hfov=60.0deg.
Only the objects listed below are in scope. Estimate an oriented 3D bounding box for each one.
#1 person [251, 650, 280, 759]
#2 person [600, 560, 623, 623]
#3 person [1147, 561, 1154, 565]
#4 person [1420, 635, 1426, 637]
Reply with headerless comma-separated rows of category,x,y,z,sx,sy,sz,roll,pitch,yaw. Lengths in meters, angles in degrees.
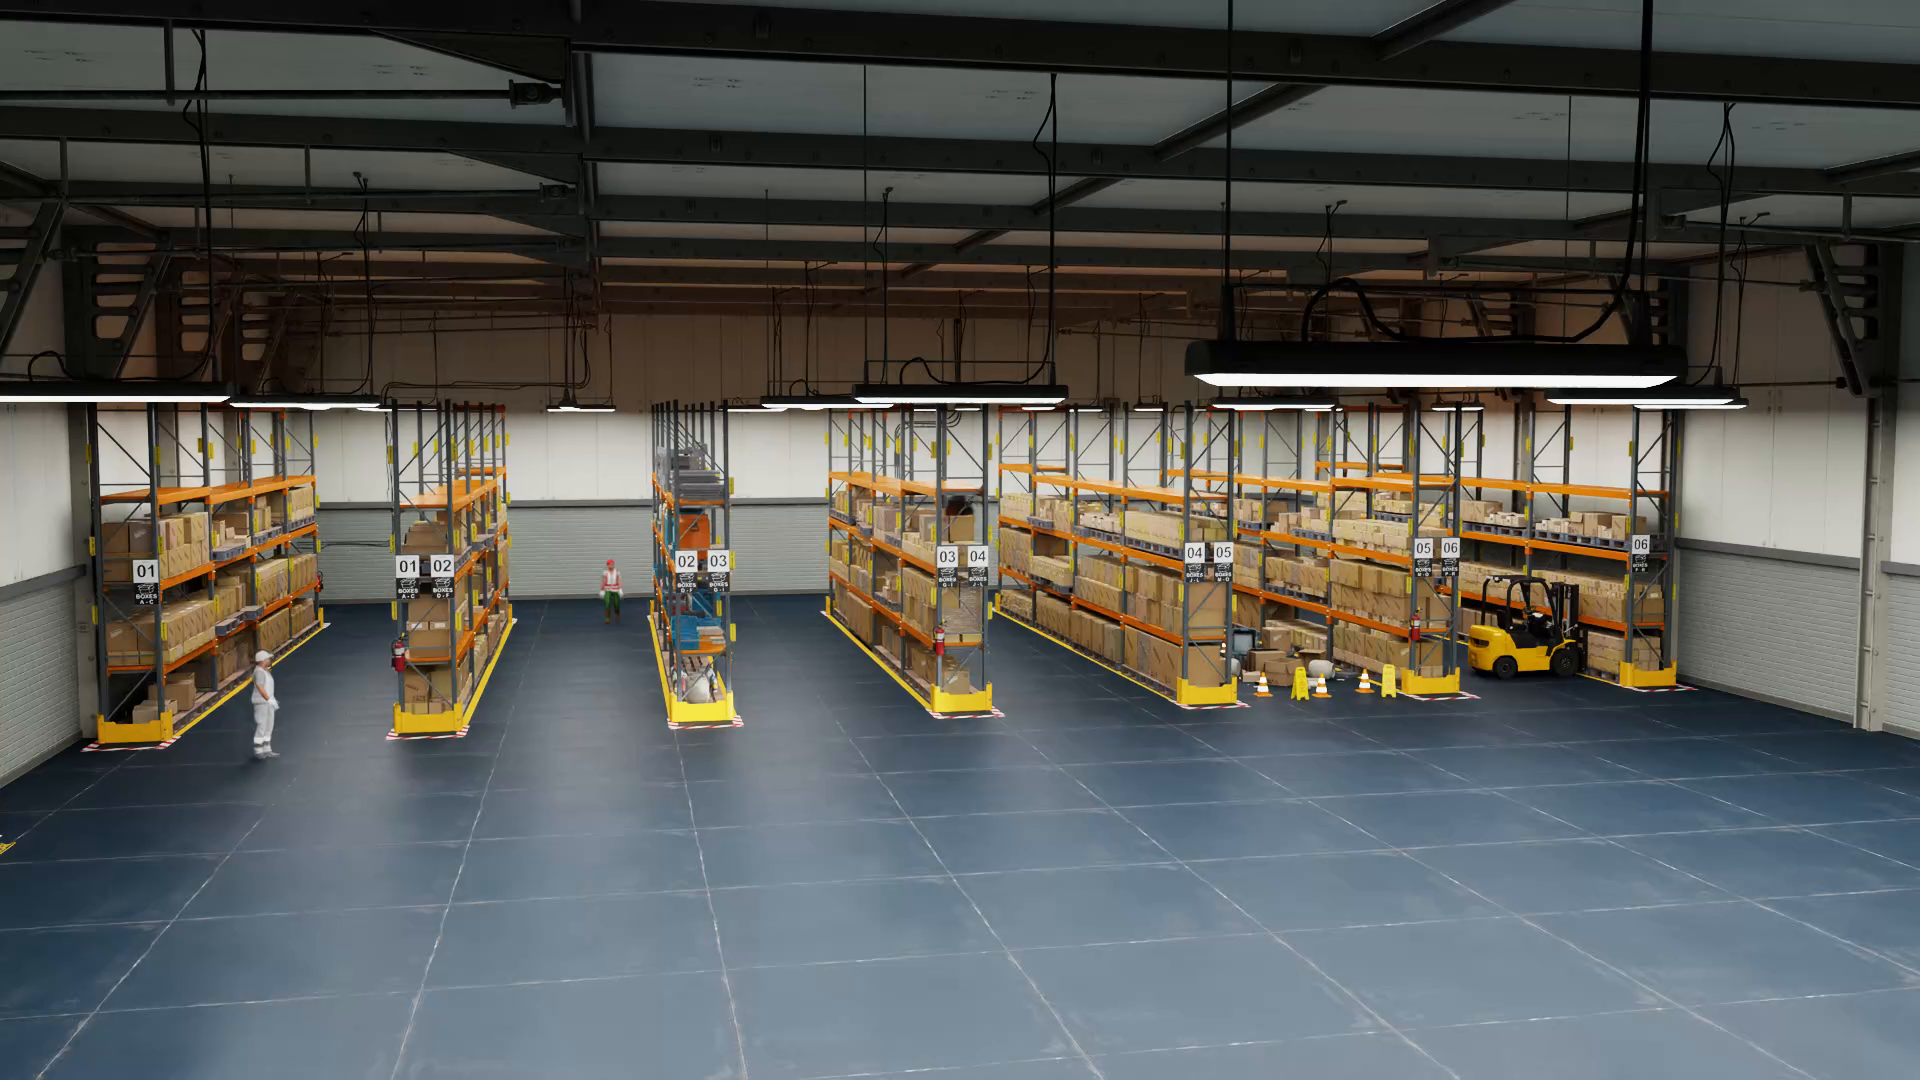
person,-11.522,2.749,27.707,0.618,1.820,0.664,0,4,2
person,-9.584,1.403,45.713,0.626,1.738,0.957,0,4,-5
person,5.263,1.388,46.466,0.580,1.704,0.600,-2,5,-25
person,10.646,2.033,38.544,0.432,1.679,0.562,1,5,17
